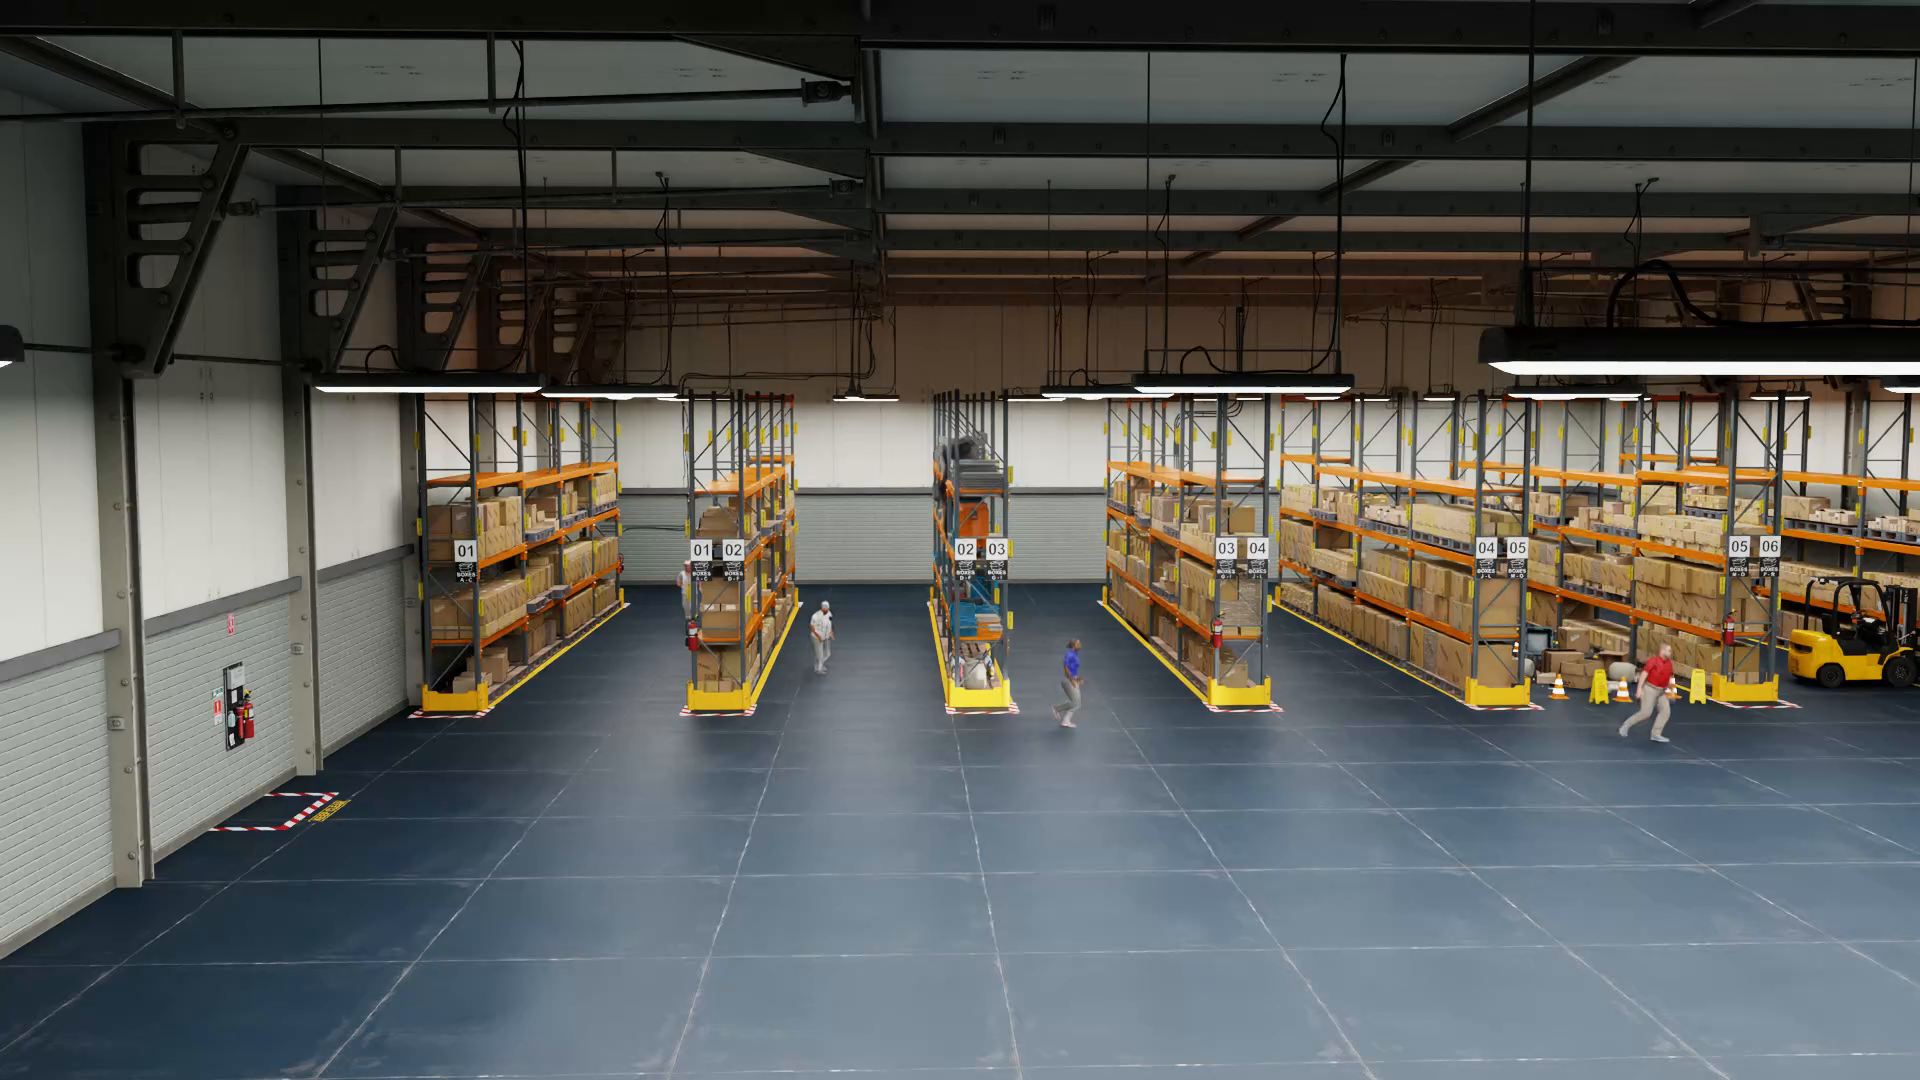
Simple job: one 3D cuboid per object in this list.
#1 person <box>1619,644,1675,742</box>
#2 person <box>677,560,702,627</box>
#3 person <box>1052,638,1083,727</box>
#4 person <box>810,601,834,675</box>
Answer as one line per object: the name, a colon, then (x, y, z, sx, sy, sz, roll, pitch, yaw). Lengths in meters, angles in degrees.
person: (11.737, 2.574, 28.339, 0.739, 1.667, 0.750, -3, 6, -34)
person: (-6.868, 1.388, 42.228, 0.642, 1.766, 0.777, 0, 5, -1)
person: (1.894, 2.530, 29.564, 0.528, 1.581, 0.571, 2, 5, 18)
person: (-2.955, 2.070, 35.269, 0.608, 1.599, 0.795, -4, 6, -42)
